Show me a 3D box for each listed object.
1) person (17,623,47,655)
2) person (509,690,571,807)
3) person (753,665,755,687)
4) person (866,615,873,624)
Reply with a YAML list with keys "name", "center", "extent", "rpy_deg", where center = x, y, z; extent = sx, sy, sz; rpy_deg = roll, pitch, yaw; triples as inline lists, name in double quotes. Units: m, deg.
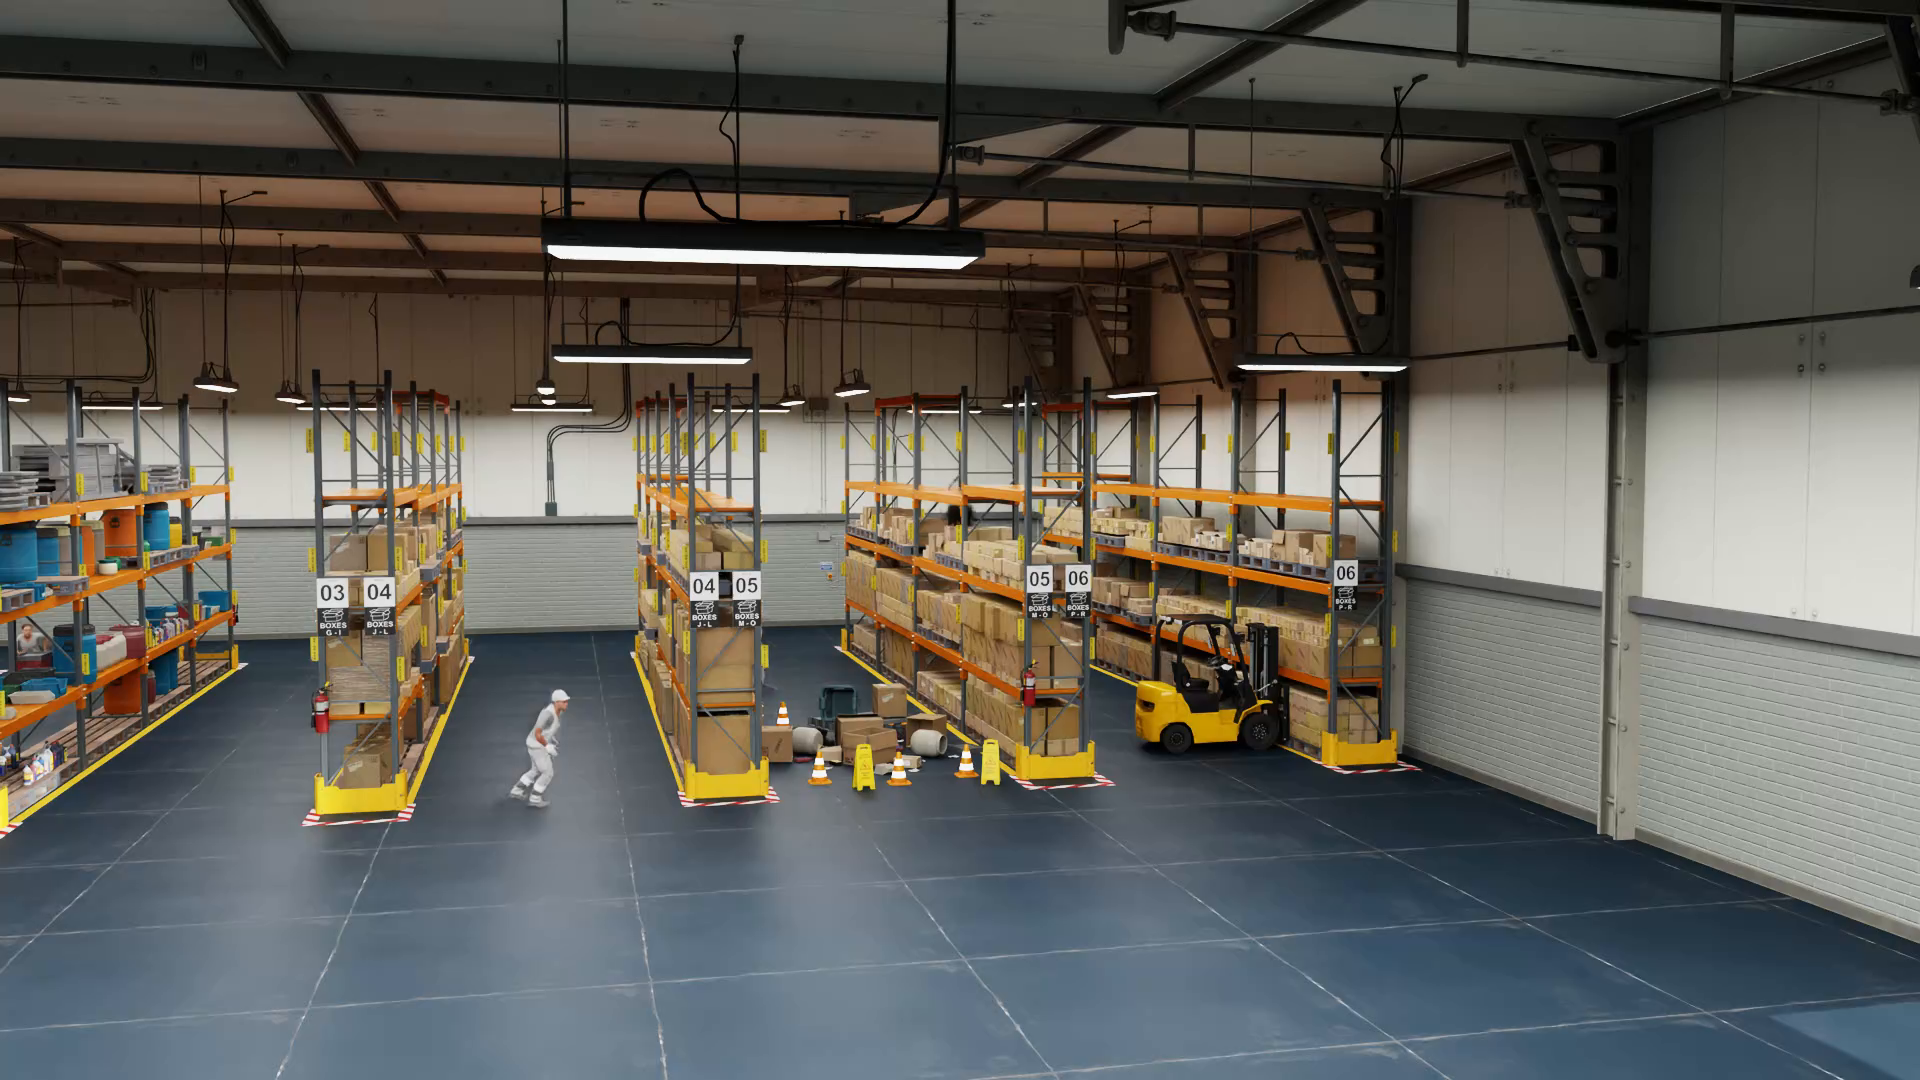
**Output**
- name: "person"
  center: [-17.895, 2.372, 32.025]
  extent: [0.594, 1.624, 1.009]
  rpy_deg: [-2, 4, -25]
- name: "person"
  center: [-5.793, 2.864, 22.921]
  extent: [0.913, 1.635, 0.670]
  rpy_deg: [0, 3, -4]
- name: "person"
  center: [-4.427, 2.226, 34.486]
  extent: [0.581, 1.643, 0.845]
  rpy_deg: [0, 3, 2]
- name: "person"
  center: [-2.193, 1.636, 43.554]
  extent: [0.858, 1.674, 0.588]
  rpy_deg: [-2, 4, -27]
